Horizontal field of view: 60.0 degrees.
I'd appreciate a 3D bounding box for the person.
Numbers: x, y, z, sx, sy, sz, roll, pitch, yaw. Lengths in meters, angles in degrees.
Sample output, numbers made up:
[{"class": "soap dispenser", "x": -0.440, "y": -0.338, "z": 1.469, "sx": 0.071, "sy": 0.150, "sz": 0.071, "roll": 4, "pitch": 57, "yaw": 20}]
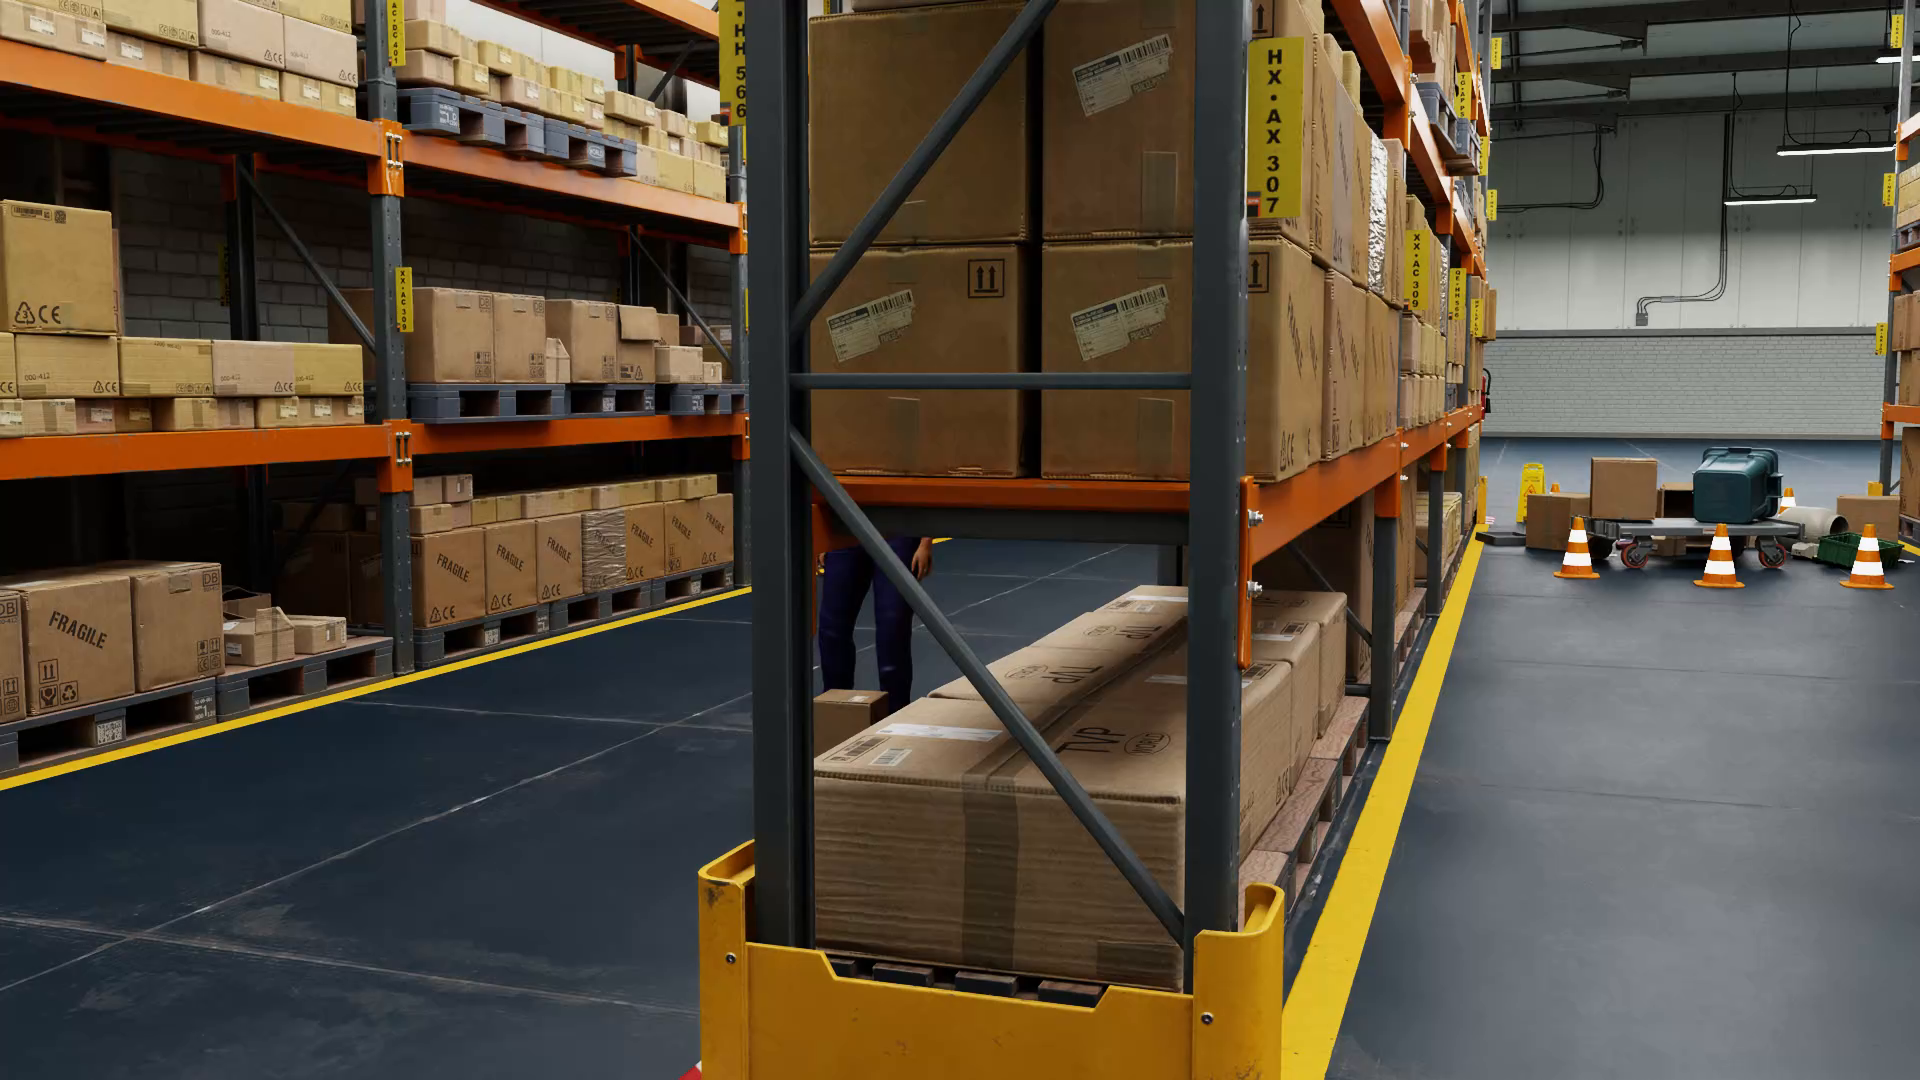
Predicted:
[{"class": "person", "x": -0.377, "y": 0.039, "z": 6.870, "sx": 0.559, "sy": 1.652, "sz": 0.417, "roll": 2, "pitch": 6, "yaw": 16}]
